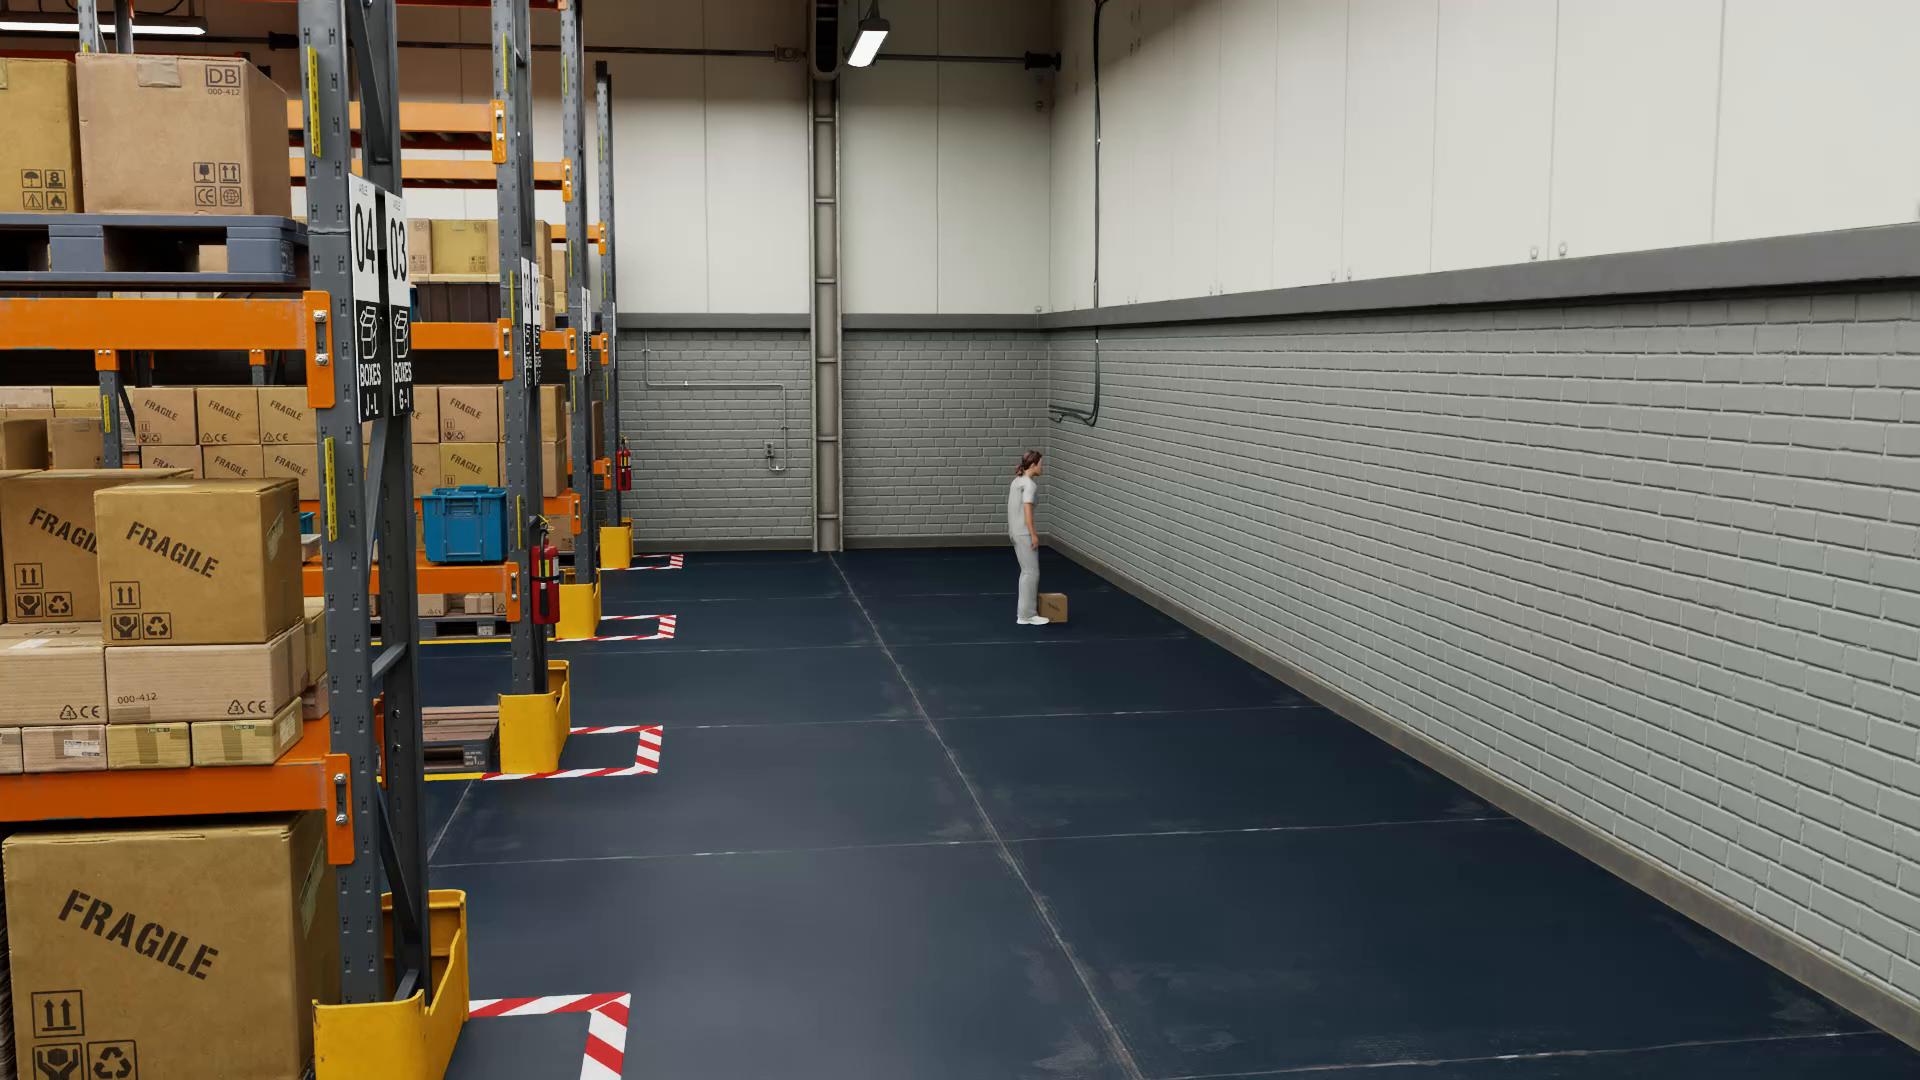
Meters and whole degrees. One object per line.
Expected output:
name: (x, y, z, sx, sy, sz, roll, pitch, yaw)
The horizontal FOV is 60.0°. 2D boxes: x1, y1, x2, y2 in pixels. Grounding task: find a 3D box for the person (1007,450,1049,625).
person: (0.679, 0.027, 16.138, 0.416, 1.543, 0.504, -1, 7, -12)
